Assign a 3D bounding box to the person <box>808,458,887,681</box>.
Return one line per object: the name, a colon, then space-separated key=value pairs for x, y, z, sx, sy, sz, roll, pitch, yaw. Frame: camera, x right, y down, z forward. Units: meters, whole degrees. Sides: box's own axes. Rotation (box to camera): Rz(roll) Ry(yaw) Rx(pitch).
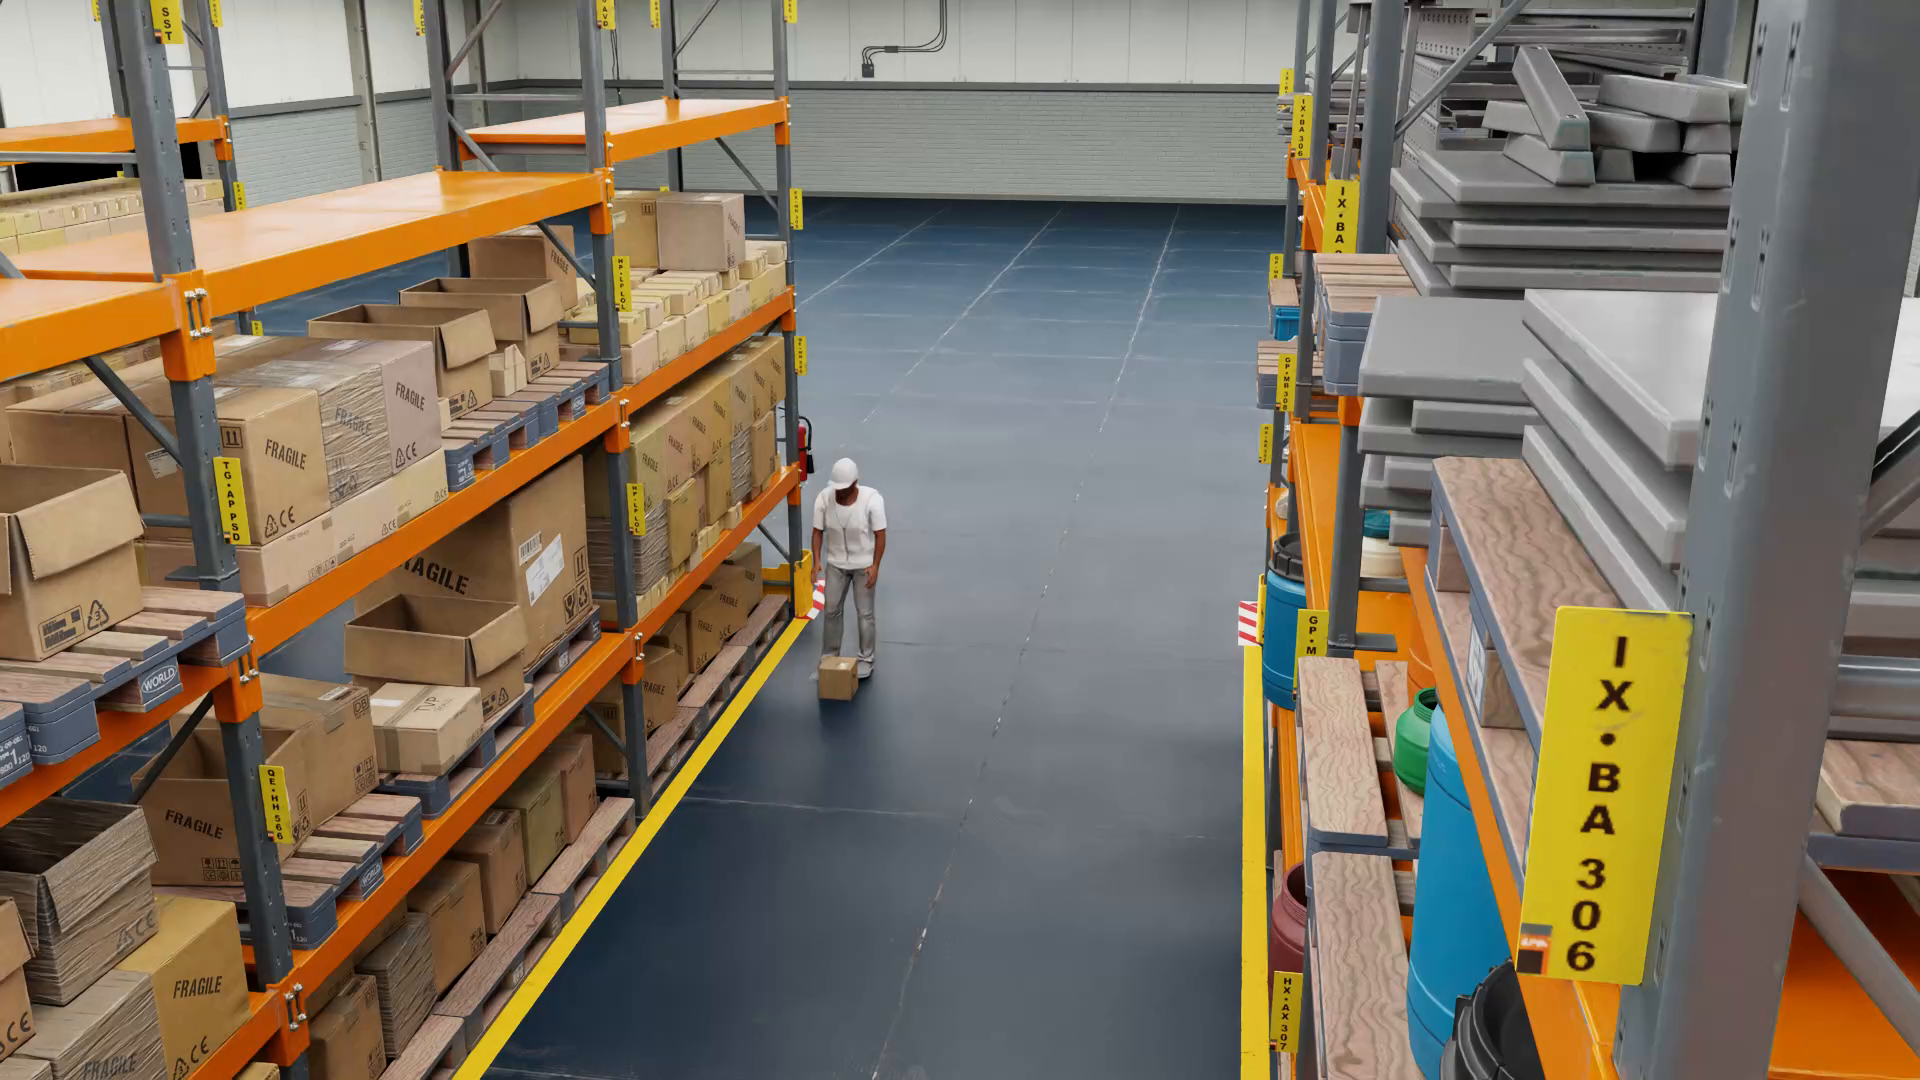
person: x=-0.867 y=0.226 z=12.817 sx=0.597 sy=1.792 sz=0.511 roll=4 pitch=18 yaw=11
